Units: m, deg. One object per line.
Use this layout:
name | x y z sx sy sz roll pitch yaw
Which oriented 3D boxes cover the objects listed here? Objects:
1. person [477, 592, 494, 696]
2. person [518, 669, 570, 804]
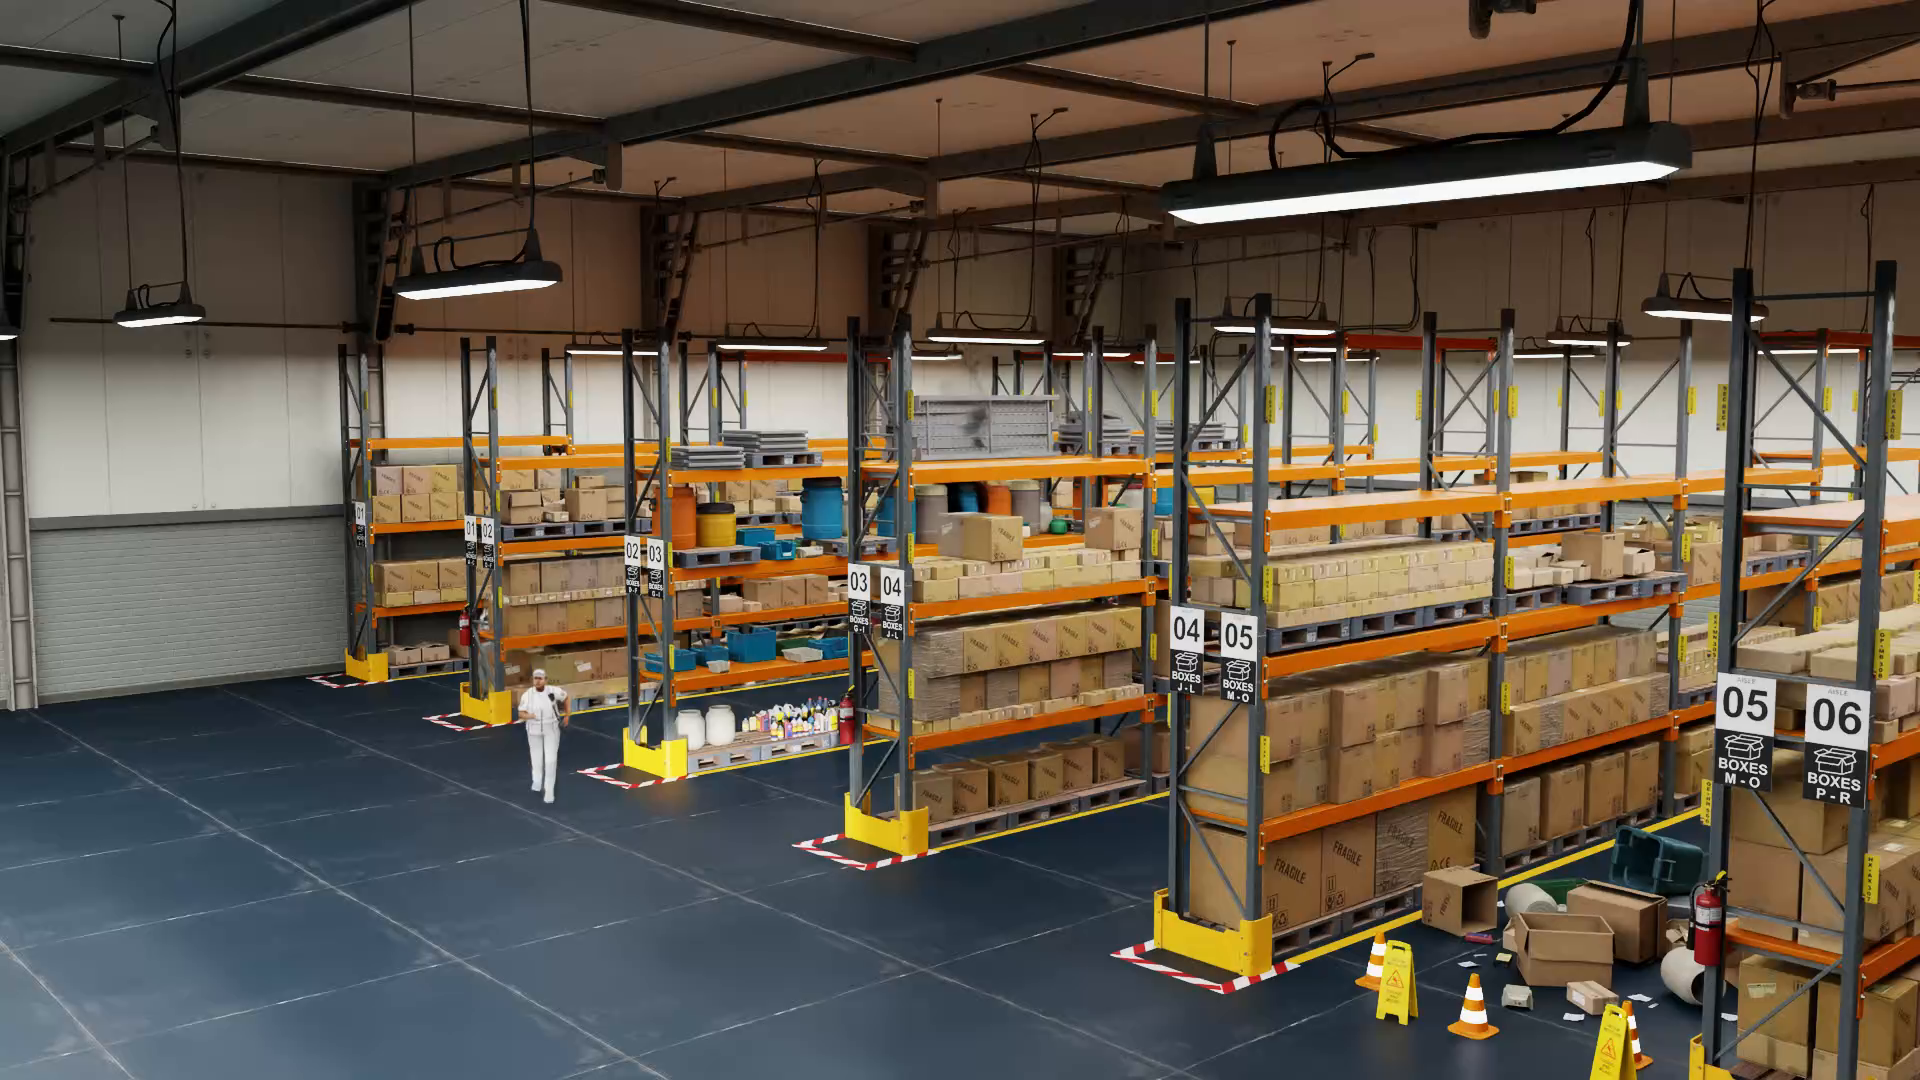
person | -7.914 1.789 27.966 0.631 1.850 0.768 4 7 41
person | -5.261 2.462 21.068 0.612 1.708 0.869 -1 5 -6
